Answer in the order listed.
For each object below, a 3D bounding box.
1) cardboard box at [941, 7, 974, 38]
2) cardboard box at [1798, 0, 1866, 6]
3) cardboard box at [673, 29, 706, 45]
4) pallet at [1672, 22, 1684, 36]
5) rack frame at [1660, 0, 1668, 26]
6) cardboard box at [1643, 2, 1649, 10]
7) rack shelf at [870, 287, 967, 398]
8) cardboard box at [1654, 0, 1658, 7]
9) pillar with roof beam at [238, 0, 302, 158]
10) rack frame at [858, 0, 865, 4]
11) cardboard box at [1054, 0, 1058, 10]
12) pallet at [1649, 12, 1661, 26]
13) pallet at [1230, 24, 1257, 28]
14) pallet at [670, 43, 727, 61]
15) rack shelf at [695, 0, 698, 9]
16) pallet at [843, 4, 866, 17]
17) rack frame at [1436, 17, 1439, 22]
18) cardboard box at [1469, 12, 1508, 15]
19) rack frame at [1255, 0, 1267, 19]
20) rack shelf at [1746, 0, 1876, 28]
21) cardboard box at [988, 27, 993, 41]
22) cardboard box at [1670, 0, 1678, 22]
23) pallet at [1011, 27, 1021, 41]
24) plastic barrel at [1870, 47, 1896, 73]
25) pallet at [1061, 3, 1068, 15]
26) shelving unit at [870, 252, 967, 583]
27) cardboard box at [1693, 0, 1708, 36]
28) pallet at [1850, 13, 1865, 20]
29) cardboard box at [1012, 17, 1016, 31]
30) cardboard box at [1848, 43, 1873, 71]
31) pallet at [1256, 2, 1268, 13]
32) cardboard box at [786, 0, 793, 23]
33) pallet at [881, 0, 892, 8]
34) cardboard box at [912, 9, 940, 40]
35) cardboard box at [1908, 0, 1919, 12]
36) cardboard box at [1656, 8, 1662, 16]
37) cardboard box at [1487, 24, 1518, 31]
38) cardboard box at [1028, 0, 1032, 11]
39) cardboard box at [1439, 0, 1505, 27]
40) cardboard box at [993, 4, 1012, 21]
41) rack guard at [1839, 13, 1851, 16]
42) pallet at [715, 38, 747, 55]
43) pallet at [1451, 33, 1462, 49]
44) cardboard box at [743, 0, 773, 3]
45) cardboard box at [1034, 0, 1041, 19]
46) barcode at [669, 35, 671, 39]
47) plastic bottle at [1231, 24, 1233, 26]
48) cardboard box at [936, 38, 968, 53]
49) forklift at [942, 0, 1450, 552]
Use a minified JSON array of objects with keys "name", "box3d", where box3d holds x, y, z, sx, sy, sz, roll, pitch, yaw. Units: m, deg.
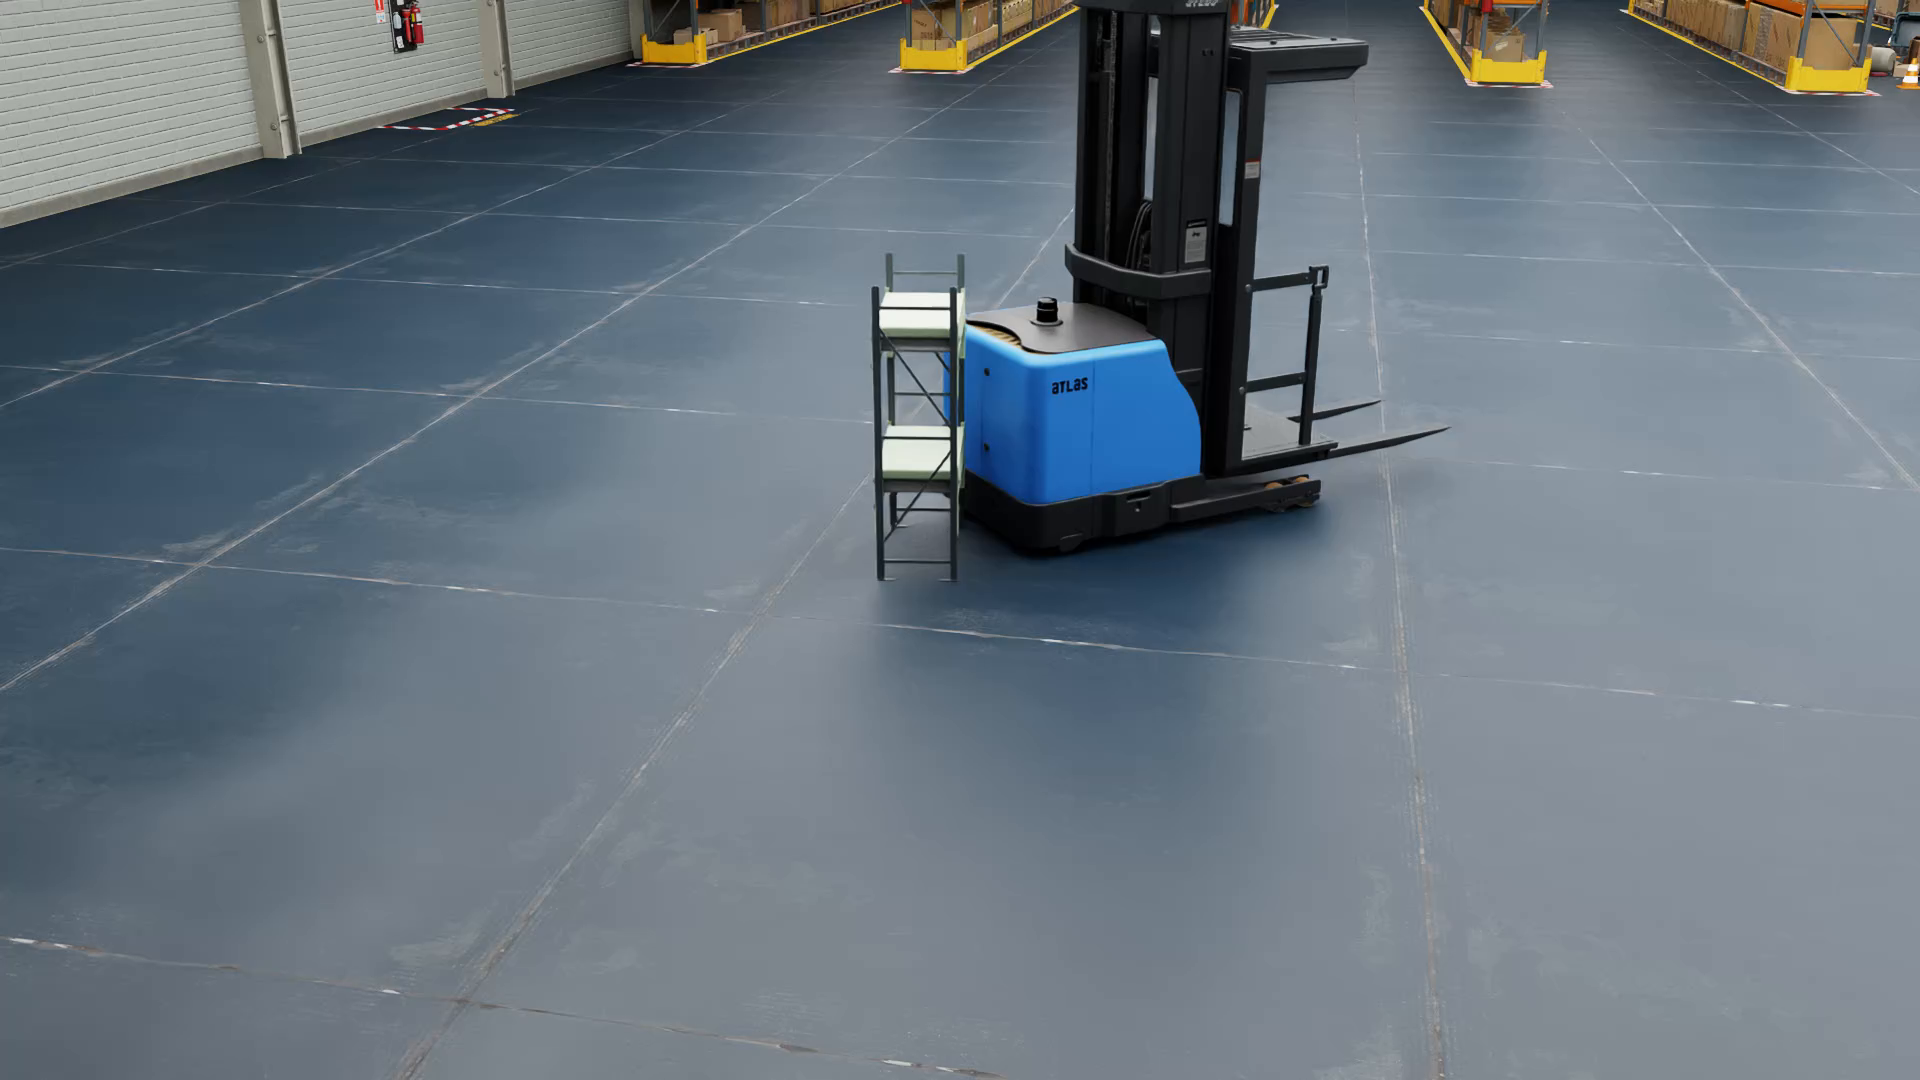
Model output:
[{"name":"cardboard box","box3d":[-0.045,-9.518,30.587,0.500,0.500,0.500,4,22,11]},{"name":"cardboard box","box3d":[14.091,-8.926,26.801,0.875,0.550,0.550,4,22,11]},{"name":"cardboard box","box3d":[-5.093,-9.468,31.359,0.500,0.311,0.500,2,22,5]},{"name":"pallet","box3d":[16.104,-11.080,36.083,1.003,0.211,1.213,4,22,11]},{"name":"rack frame","box3d":[16.509,-13.106,37.381,1.000,3.000,0.127,4,22,11]},{"name":"cardboard box","box3d":[16.633,-12.811,39.901,0.380,0.149,0.250,3,22,8]},{"name":"rack shelf","box3d":[-0.196,-0.988,8.255,0.431,0.370,0.720,1,22,3]},{"name":"cardboard box","box3d":[16.342,-12.455,38.620,0.380,0.149,0.250,4,22,9]},{"name":"pillar with roof beam","box3d":[-4.261,-8.653,18.294,9.100,9.000,0.400,4,22,11]},{"name":"rack frame","box3d":[-2.874,-14.654,41.224,1.000,3.000,0.127,4,22,11]},{"name":"cardboard box","box3d":[2.047,-12.940,39.725,0.500,0.500,0.500,5,22,11]},{"name":"pallet","box3d":[16.611,-12.061,38.518,1.003,0.211,1.213,4,22,11]},{"name":"pallet","box3d":[5.813,-10.862,35.541,1.003,0.211,1.213,4,22,11]},{"name":"pallet","box3d":[-5.106,-9.294,31.648,1.003,0.211,1.213,4,22,11]},{"name":"rack shelf","box3d":[-4.914,-10.663,32.278,1.077,0.370,4.000,4,22,11]},{"name":"pallet","box3d":[-2.957,-13.073,41.030,1.003,0.211,1.213,4,22,11]},{"name":"rack frame","box3d":[11.674,-13.521,38.411,1.000,3.000,0.127,4,22,11]},{"name":"cardboard box","box3d":[10.303,-10.036,32.515,0.700,0.500,0.500,4,22,11]},{"name":"rack frame","box3d":[6.825,-13.899,39.349,1.000,3.000,0.127,4,22,11]},{"name":"rack shelf","box3d":[14.468,-9.115,28.434,1.077,0.370,4.000,4,22,11]},{"name":"cardboard box","box3d":[0.352,-9.903,32.546,0.500,0.250,0.500,4,22,11]},{"name":"cardboard box","box3d":[15.992,-11.698,36.668,0.500,0.500,0.500,5,23,13]},{"name":"pallet","box3d":[0.703,-10.779,35.334,1.003,0.211,1.213,4,22,11]},{"name":"plastic barrel","box3d":[16.146,-8.454,29.277,0.421,0.421,0.512,-16,27,-35]},{"name":"pallet","box3d":[2.118,-13.235,41.434,1.003,0.211,1.213,4,22,11]},{"name":"shelving unit","box3d":[-0.196,-0.626,8.401,0.431,1.500,0.755,1,22,3]},{"name":"cardboard box","box3d":[15.480,-10.579,33.554,1.050,0.750,0.750,4,22,10]},{"name":"pallet","box3d":[22.105,-12.637,39.948,1.003,0.211,1.213,4,22,11]},{"name":"cardboard box","box3d":[0.877,-10.776,34.715,0.500,0.250,0.500,4,22,9]},{"name":"cardboard box","box3d":[15.564,-8.376,28.979,0.500,0.500,0.500,8,23,20]},{"name":"pallet","box3d":[7.184,-13.325,41.656,1.003,0.211,1.213,4,22,11]},{"name":"cardboard box","box3d":[-4.078,-11.605,36.411,0.700,0.500,0.500,4,22,11]},{"name":"pallet","box3d":[-2.395,-14.080,43.532,1.003,0.211,1.213,4,22,11]},{"name":"cardboard box","box3d":[-0.654,-9.375,30.231,0.500,0.500,0.500,4,22,11]},{"name":"cardboard box","box3d":[21.327,-11.742,36.276,0.875,0.875,0.875,5,23,13]},{"name":"cardboard box","box3d":[16.255,-12.148,38.256,0.380,0.149,0.250,5,22,12]},{"name":"cardboard box","box3d":[9.761,-9.044,30.079,0.500,0.500,0.500,2,22,6]},{"name":"cardboard box","box3d":[1.294,-11.784,36.466,0.500,0.311,0.500,5,22,12]},{"name":"cardboard box","box3d":[11.019,-11.518,35.720,1.225,0.875,0.875,3,22,8]},{"name":"cardboard box","box3d":[0.780,-10.846,34.137,0.500,0.311,0.500,4,22,10]},{"name":"rack guard","box3d":[22.196,-13.078,40.657,1.175,0.500,0.348,4,22,11]},{"name":"pallet","box3d":[-4.855,-9.739,32.753,1.003,0.211,1.213,4,22,11]},{"name":"pallet","box3d":[10.445,-10.034,33.486,1.003,0.211,1.213,4,22,11]},{"name":"cardboard box","box3d":[-4.286,-11.552,35.276,0.500,0.250,0.500,4,22,10]},{"name":"cardboard box","box3d":[1.533,-12.004,37.402,0.500,0.500,0.500,5,23,13]},{"name":"barcode","box3d":[-5.481,-9.510,31.449,0.001,0.075,0.075,4,22,11]},{"name":"plastic bottle","box3d":[5.202,-9.702,31.885,0.144,0.351,0.185,4,22,11]},{"name":"cardboard box","box3d":[-0.145,-8.988,30.273,0.500,0.250,0.500,4,22,11]},{"name":"forklift","box3d":[1.440,-1.671,9.080,3.031,2.935,1.130,-11,25,-26]}]
